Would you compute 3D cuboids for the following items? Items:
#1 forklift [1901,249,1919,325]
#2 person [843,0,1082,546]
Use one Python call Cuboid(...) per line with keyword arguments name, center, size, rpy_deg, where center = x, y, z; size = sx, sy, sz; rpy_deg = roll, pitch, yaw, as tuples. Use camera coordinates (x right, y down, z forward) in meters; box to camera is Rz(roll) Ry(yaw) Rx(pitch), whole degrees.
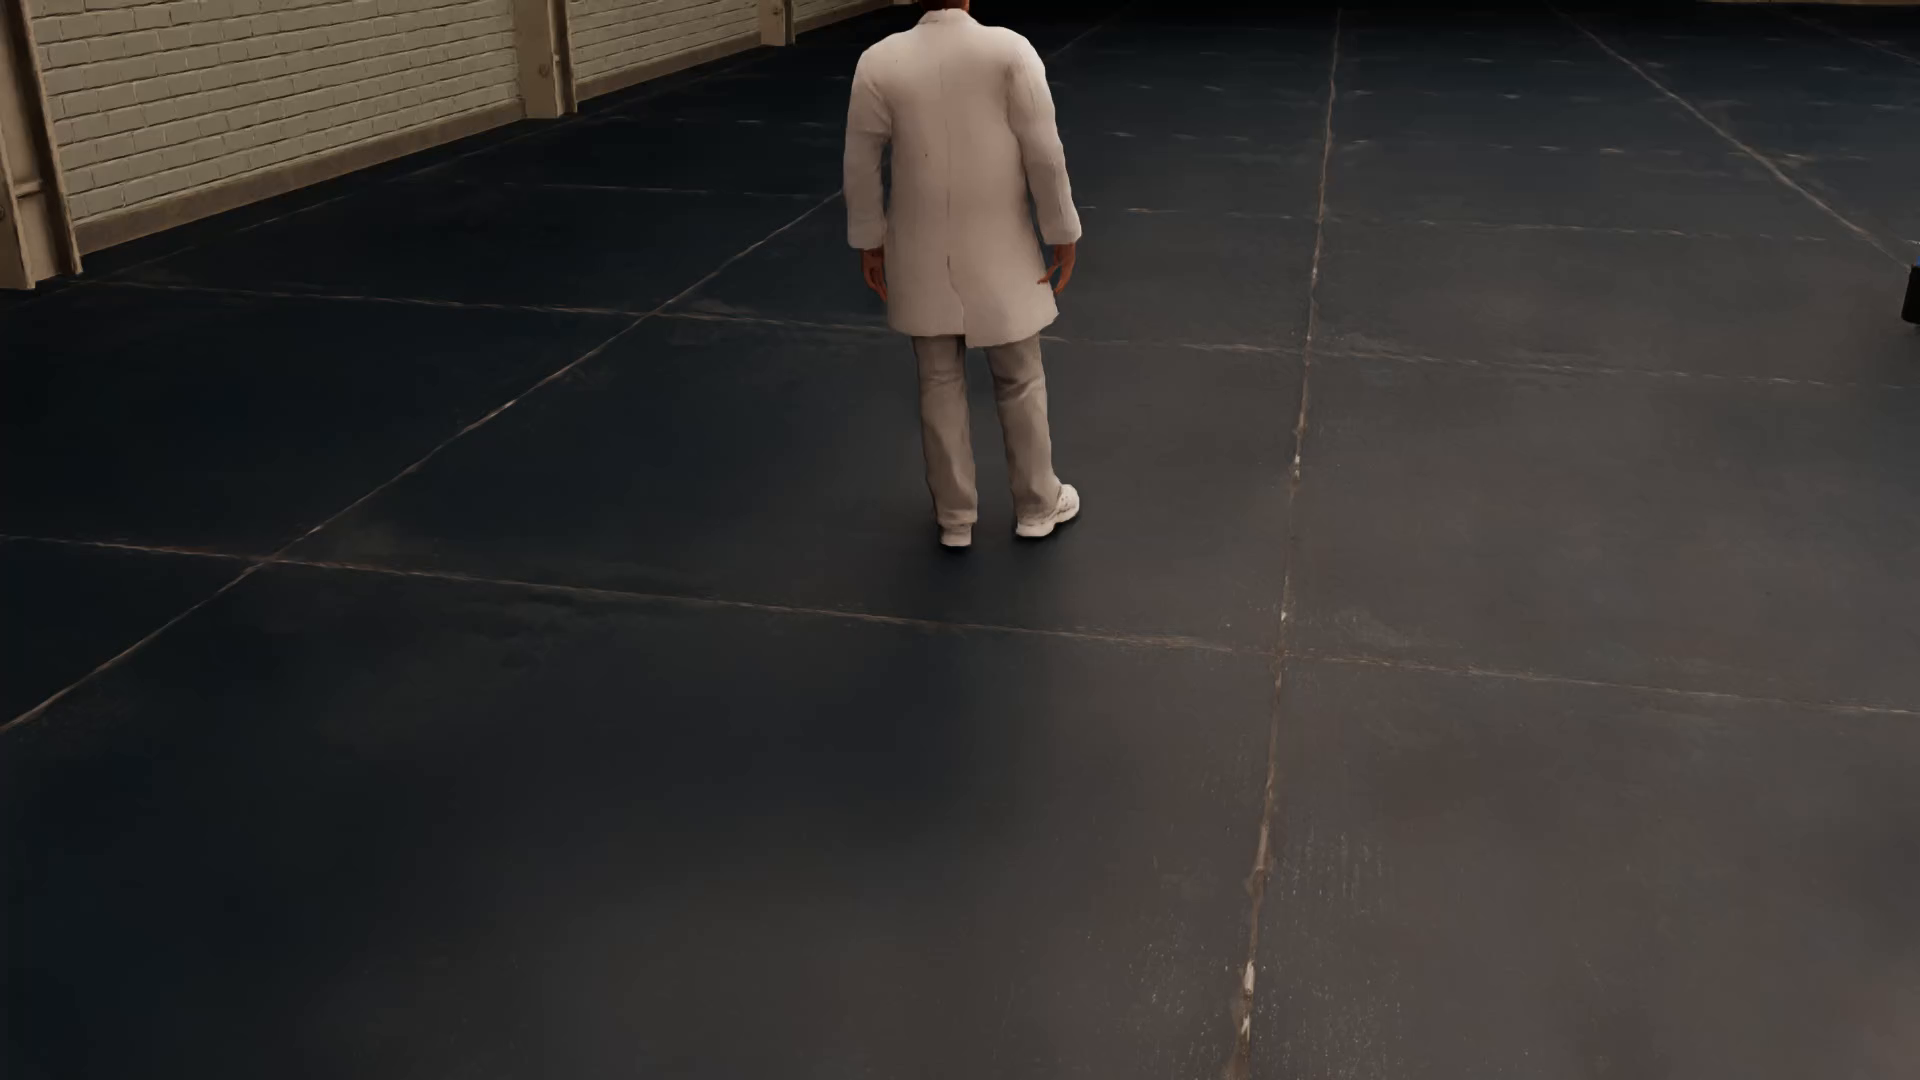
Cuboid(name="forklift", center=(5.727, -2.339, 7.004), size=(3.031, 2.935, 1.130), rpy_deg=(-10, 24, -23))
Cuboid(name="person", center=(0.024, -0.863, 4.892), size=(0.694, 1.776, 0.579), rpy_deg=(5, 23, 11))
